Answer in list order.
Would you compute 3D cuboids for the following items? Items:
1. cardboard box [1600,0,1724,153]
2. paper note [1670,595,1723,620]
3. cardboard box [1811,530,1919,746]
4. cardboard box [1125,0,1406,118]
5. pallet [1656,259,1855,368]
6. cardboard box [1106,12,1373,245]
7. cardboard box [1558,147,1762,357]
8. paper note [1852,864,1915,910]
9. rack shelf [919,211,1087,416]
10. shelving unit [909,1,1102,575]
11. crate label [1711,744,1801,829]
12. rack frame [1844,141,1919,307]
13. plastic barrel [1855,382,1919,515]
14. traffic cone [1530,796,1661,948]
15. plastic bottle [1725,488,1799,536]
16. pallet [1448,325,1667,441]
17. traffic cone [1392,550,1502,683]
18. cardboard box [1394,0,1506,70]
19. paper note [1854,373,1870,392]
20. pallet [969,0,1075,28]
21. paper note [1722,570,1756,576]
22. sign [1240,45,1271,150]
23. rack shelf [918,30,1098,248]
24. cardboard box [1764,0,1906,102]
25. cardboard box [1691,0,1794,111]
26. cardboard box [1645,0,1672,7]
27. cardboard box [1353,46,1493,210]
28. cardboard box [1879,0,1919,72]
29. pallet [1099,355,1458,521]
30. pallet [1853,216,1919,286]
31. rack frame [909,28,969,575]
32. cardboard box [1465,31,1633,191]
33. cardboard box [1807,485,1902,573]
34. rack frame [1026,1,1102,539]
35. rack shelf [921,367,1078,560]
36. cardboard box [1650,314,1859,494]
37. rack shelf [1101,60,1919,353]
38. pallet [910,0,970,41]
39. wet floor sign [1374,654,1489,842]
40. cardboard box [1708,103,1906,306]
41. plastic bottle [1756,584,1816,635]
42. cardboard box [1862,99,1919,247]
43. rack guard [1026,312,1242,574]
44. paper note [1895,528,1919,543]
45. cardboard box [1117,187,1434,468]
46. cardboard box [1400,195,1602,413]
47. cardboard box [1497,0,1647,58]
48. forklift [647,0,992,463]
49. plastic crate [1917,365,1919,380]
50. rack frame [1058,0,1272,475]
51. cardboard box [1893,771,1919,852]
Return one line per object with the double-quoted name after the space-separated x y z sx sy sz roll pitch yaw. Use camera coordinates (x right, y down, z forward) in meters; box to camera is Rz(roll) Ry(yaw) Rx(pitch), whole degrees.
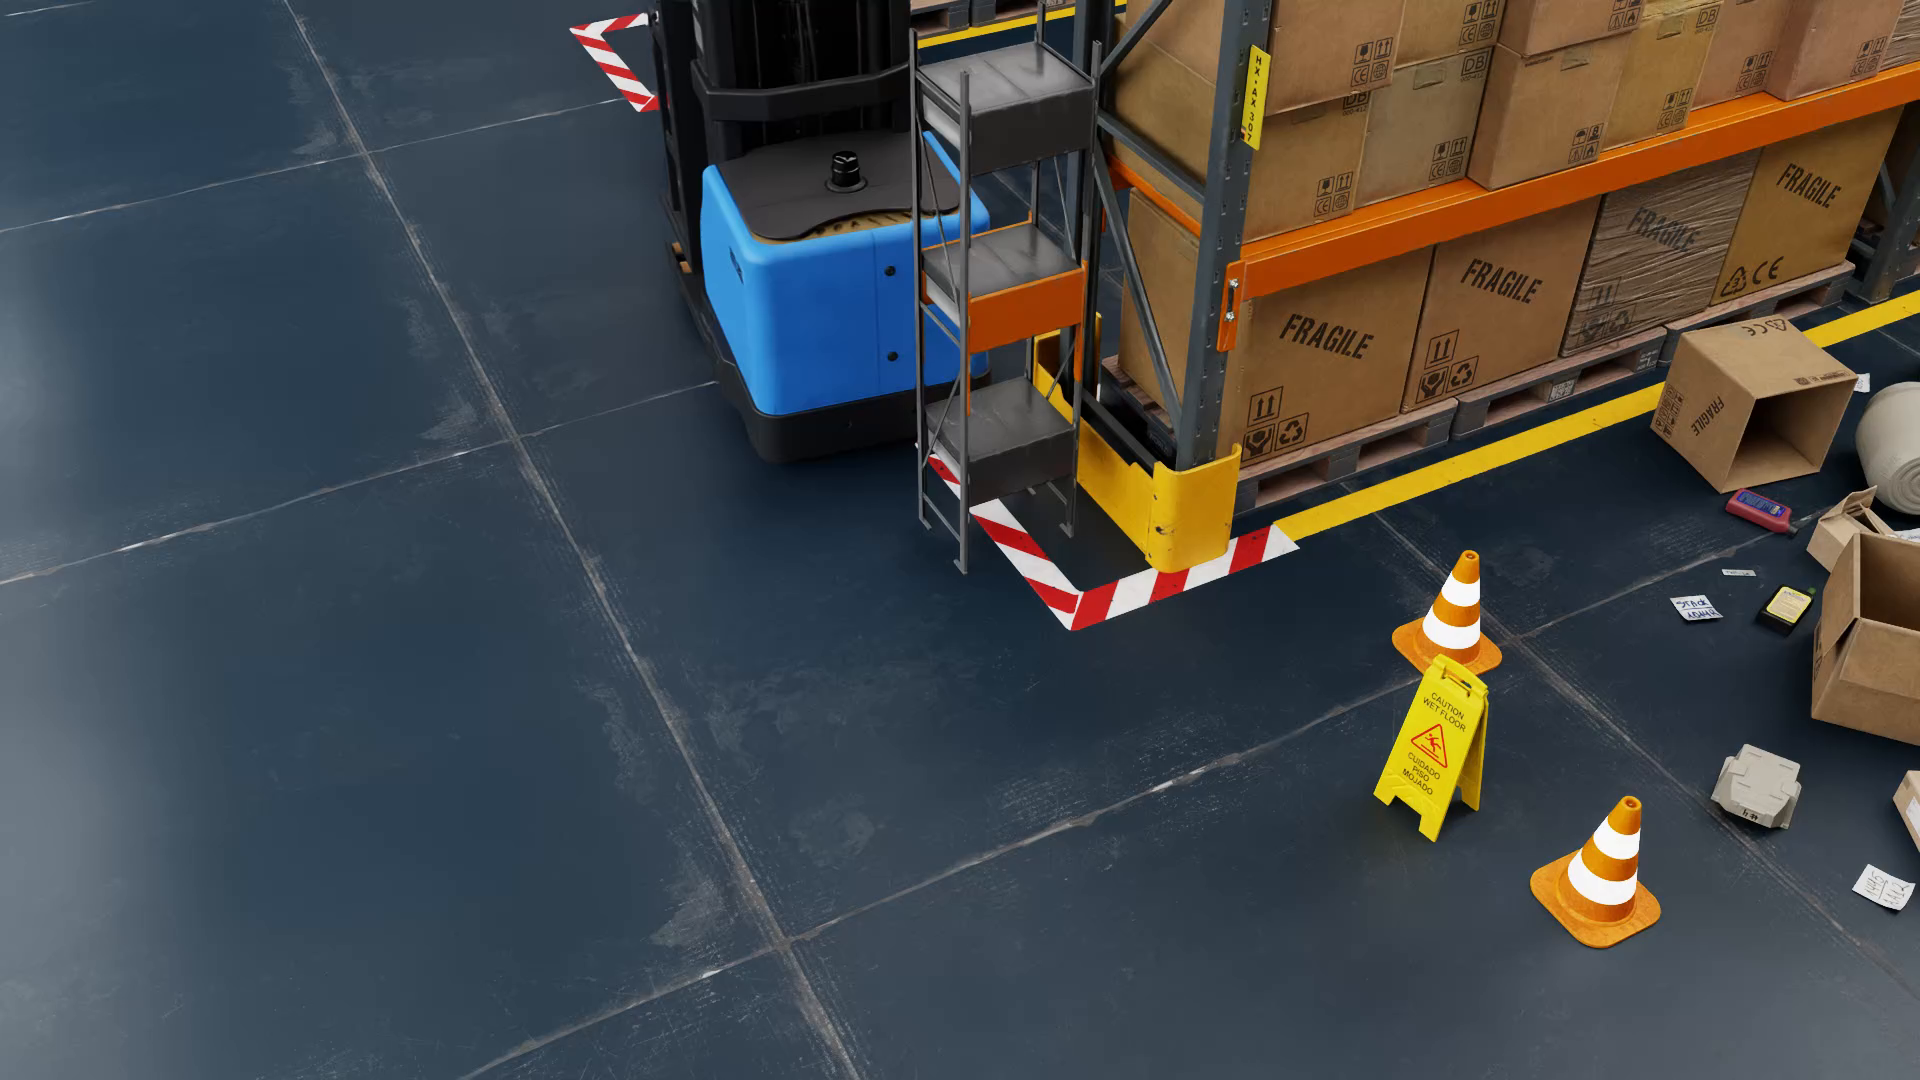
2.497 -2.038 6.720 0.500 0.550 0.875 -19 44 -21 "cardboard box"
2.843 0.261 6.419 0.142 0.017 0.144 -5 40 -6 "paper note"
3.470 0.394 5.895 0.797 0.503 0.637 15 42 17 "cardboard box"
1.052 -1.948 5.778 0.550 0.550 0.875 -19 44 -21 "cardboard box"
3.542 -1.338 8.167 1.213 0.211 1.003 -19 44 -21 "pallet"
1.013 -1.584 6.184 0.550 0.550 0.875 -19 44 -21 "cardboard box"
2.865 -1.515 7.537 0.875 0.875 0.875 -18 44 -20 "cardboard box"
3.000 1.126 5.396 0.148 0.019 0.142 31 49 31 "paper note"
0.147 -0.840 6.139 0.480 0.518 0.431 -19 44 -21 "rack shelf"
0.147 -0.851 6.130 0.503 2.100 0.431 -19 44 -21 "shelving unit"
2.721 0.836 5.656 0.250 0.136 0.298 22 45 24 "crate label"
4.253 -2.584 7.481 0.127 3.000 1.000 -19 44 -21 "rack frame"
3.955 -0.383 6.875 0.421 0.421 0.512 8 41 10 "plastic barrel"
2.052 0.982 5.232 0.334 0.463 0.336 -19 44 -21 "traffic cone"
3.313 -0.110 6.832 0.283 0.061 0.133 31 49 31 "plastic bottle"
2.459 -0.971 7.734 1.213 0.211 1.003 -19 44 -21 "pallet"
1.832 0.233 6.116 0.334 0.463 0.336 -19 44 -21 "traffic cone"
1.497 -2.165 6.034 0.550 0.550 0.875 -19 44 -21 "cardboard box"
4.075 -0.732 7.590 0.147 0.020 0.142 15 42 17 "paper note"
0.388 -3.805 11.081 1.213 0.211 1.003 -19 44 -21 "pallet"
3.086 0.130 6.589 0.123 0.001 0.032 2 40 2 "paper note"
0.956 -1.431 5.388 0.005 0.325 0.100 -19 44 -21 "sign"
0.147 -1.375 5.687 0.480 0.518 0.431 -19 44 -21 "rack shelf"
3.454 -2.347 7.085 0.550 0.550 0.875 -19 44 -21 "cardboard box"
2.920 -2.254 6.975 0.550 0.550 0.875 -19 44 -21 "cardboard box"
2.467 -2.487 6.415 0.500 0.550 0.875 -19 44 -21 "cardboard box"
1.491 -1.761 6.393 0.550 0.550 0.875 -19 44 -21 "cardboard box"
3.931 -2.524 7.294 0.550 0.550 0.875 -19 44 -21 "cardboard box"
1.378 -0.609 7.307 1.213 0.211 1.003 -19 44 -21 "pallet"
4.902 -1.793 8.705 1.213 0.211 1.003 -19 44 -21 "pallet"
-0.070 -0.778 6.044 0.015 2.100 0.400 -19 44 -21 "rack frame"
2.046 -1.856 6.505 0.550 0.550 0.875 -19 44 -21 "cardboard box"
3.579 0.028 6.512 0.258 0.266 0.396 -12 42 -13 "cardboard box"
0.363 -0.924 6.216 0.015 2.100 0.400 -19 44 -21 "rack frame"
0.147 -0.306 6.591 0.480 0.518 0.431 -19 44 -21 "rack shelf"
3.350 -0.580 7.046 0.500 0.500 0.500 -12 42 -13 "cardboard box"
2.479 -1.713 7.008 4.000 0.370 1.077 -19 44 -21 "rack shelf"
-0.692 -3.443 10.654 1.213 0.211 1.003 -19 44 -21 "pallet"
1.594 0.652 5.481 0.232 0.644 0.267 -26 47 -28 "wet floor sign"
3.663 -1.786 7.858 0.875 0.875 0.875 -18 43 -20 "cardboard box"
3.192 0.251 6.407 0.133 0.061 0.283 31 49 31 "plastic bottle"
4.762 -2.123 8.352 0.750 0.750 1.050 -19 44 -21 "cardboard box"
0.684 -0.429 6.870 0.348 0.500 1.175 -19 44 -21 "rack guard"
3.894 0.006 6.725 0.155 0.023 0.172 -5 40 -6 "paper note"
1.276 -0.980 6.905 0.875 0.875 0.875 -18 44 -20 "cardboard box"
2.055 -1.244 7.217 0.875 0.875 0.875 -19 44 -21 "cardboard box"
2.057 -2.255 6.140 0.550 0.550 0.875 -19 44 -21 "cardboard box"
-0.828 -2.403 7.320 1.130 2.935 3.031 -13 42 -15 "forklift"
4.704 -0.730 7.423 0.662 0.188 0.450 2 30 2 "plastic crate"
0.705 -1.390 6.071 0.127 3.000 1.000 -19 44 -21 "rack frame"
3.310 0.956 5.506 0.250 0.149 0.380 2 40 2 "cardboard box"
